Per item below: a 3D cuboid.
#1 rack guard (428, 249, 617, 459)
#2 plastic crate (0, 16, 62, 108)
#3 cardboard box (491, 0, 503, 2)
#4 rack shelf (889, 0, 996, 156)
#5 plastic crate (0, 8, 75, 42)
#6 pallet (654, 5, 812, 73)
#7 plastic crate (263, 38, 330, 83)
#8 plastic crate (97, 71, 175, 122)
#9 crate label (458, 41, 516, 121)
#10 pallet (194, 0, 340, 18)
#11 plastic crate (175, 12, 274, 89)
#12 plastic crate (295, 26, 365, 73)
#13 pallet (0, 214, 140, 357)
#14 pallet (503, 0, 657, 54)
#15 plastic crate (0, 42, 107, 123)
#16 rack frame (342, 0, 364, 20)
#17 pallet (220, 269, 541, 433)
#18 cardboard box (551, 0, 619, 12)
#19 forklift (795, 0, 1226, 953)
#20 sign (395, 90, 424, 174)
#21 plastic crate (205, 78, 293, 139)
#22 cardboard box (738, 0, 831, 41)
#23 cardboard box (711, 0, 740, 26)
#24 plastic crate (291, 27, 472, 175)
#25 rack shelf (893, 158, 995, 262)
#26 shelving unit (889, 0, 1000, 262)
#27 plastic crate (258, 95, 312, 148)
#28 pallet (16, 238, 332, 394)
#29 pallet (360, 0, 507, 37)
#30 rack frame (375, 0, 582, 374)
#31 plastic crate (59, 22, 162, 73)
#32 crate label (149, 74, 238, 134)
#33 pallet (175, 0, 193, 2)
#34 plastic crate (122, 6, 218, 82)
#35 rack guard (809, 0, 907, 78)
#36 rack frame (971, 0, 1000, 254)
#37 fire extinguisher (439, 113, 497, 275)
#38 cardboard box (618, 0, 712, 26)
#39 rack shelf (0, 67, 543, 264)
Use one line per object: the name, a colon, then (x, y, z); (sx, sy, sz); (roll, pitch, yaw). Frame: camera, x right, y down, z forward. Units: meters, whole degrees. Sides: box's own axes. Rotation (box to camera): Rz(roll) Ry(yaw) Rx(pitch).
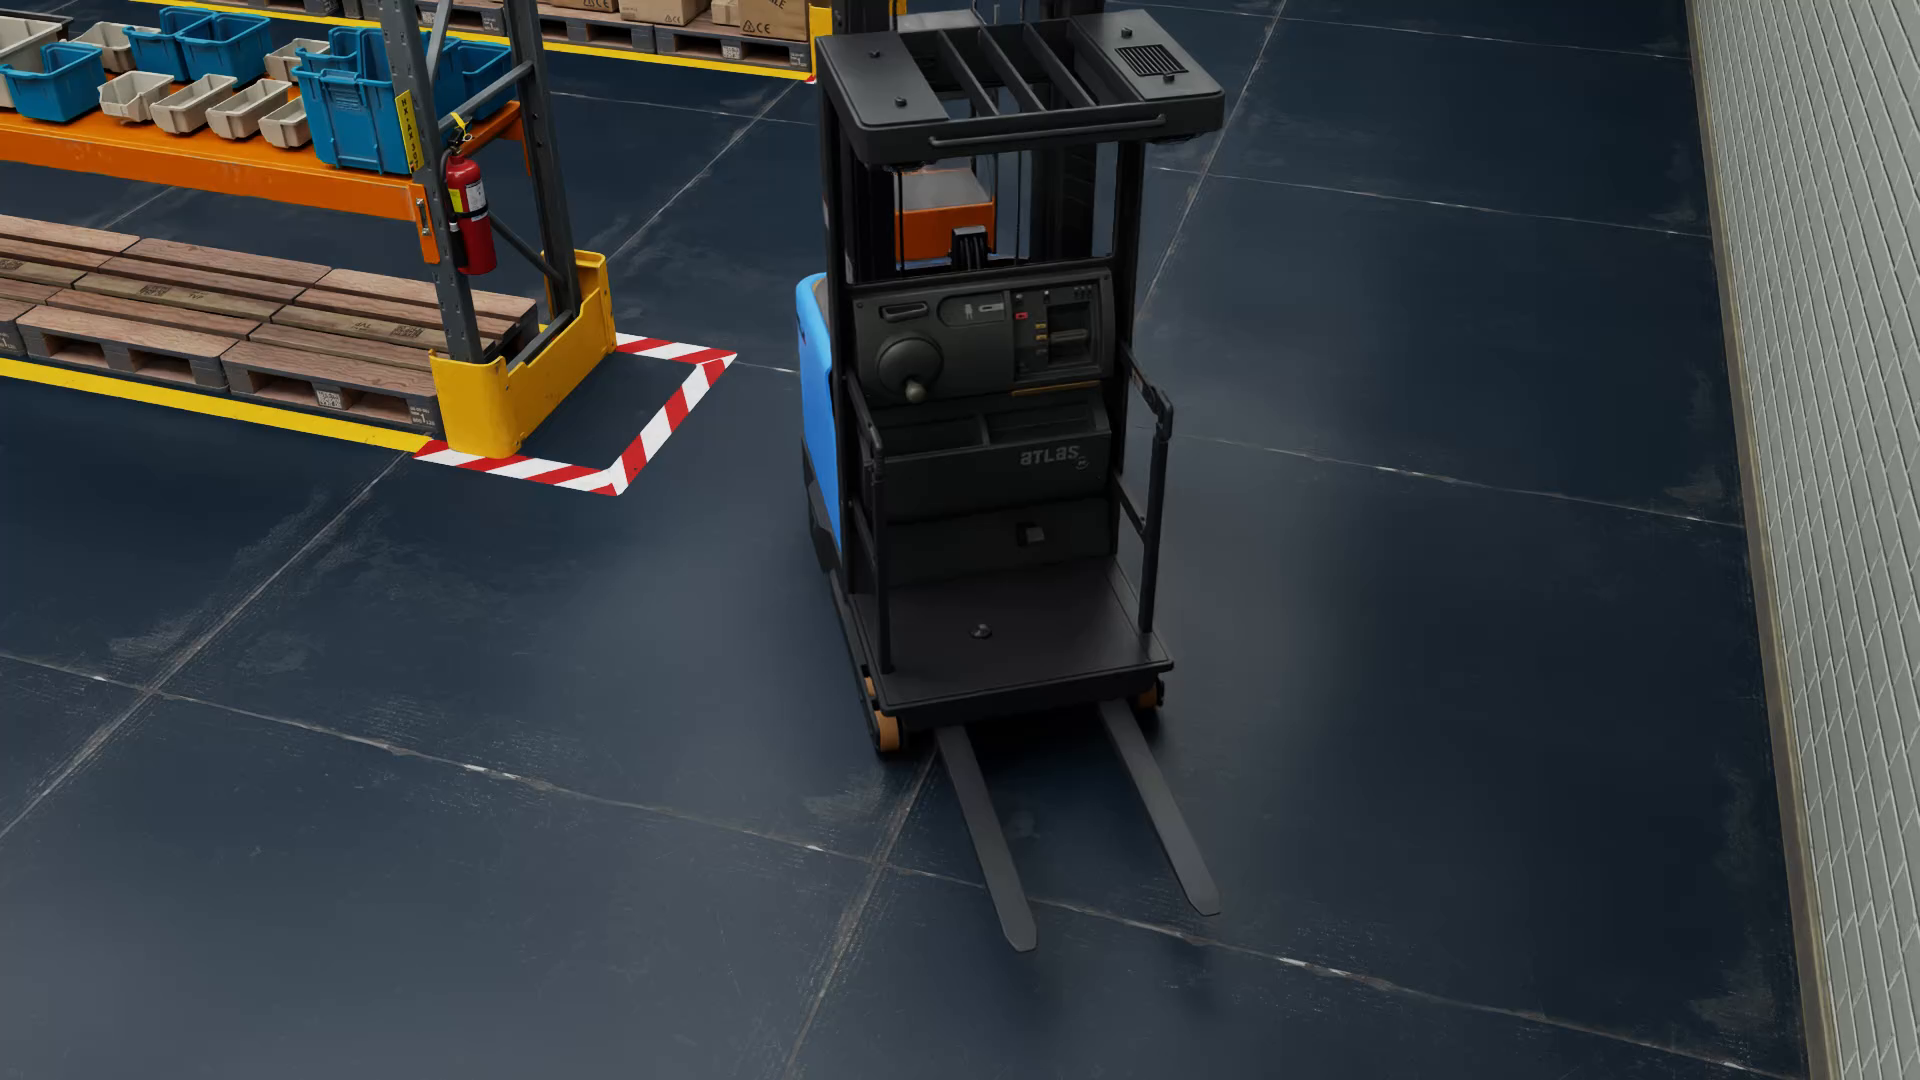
rack guard: (-2.097, -0.930, 8.092); (0.348, 0.500, 1.175); (10, 38, 14)
plastic crate: (-4.539, -2.243, 7.816); (0.530, 0.282, 0.437); (10, 38, 14)
cardboard box: (-3.297, -4.135, 12.357); (0.250, 0.166, 0.380); (10, 38, 14)
rack shelf: (-0.133, -1.896, 6.897); (0.480, 0.518, 0.431); (-8, 37, -11)
plastic crate: (-4.794, -2.508, 8.309); (0.590, 0.125, 0.437); (10, 38, 14)
pallet: (-1.477, -3.766, 12.189); (1.213, 0.211, 1.003); (10, 38, 14)
plastic crate: (-3.190, -2.305, 8.023); (0.298, 0.136, 0.250); (10, 38, 14)
plastic crate: (-3.790, -2.030, 7.649); (0.250, 0.136, 0.298); (10, 38, 14)
crate label: (-2.261, -2.120, 7.691); (0.303, 0.233, 0.416); (10, 38, 14)
pallet: (-5.249, -4.442, 13.107); (1.213, 0.211, 1.003); (10, 38, 14)
plastic crate: (-3.518, -2.353, 8.007); (0.300, 0.233, 0.416); (10, 38, 14)
plastic crate: (-2.890, -2.237, 7.849); (0.300, 0.233, 0.416); (10, 38, 14)
pallet: (-5.229, -1.410, 8.987); (1.213, 0.211, 1.003); (10, 38, 14)
pallet: (-2.638, -3.983, 12.484); (1.213, 0.211, 1.003); (10, 38, 14)
plastic crate: (-4.161, -2.108, 7.675); (0.300, 0.233, 0.416); (10, 38, 14)
rack frame: (-4.461, -5.443, 12.114); (0.127, 3.000, 1.000); (10, 38, 14)
pallet: (-2.900, -0.978, 8.401); (1.213, 0.211, 1.003); (10, 38, 14)
cardboard box: (-2.667, -4.285, 12.277); (0.637, 0.503, 0.797); (10, 38, 14)
forklift: (0.144, -0.644, 5.653); (1.130, 2.935, 3.031); (-8, 37, -11)
sign: (-2.273, -1.685, 6.872); (0.005, 0.325, 0.100); (10, 38, 14)
plastic crate: (-3.229, -1.953, 7.544); (0.243, 0.136, 0.396); (10, 38, 14)
cardboard box: (-1.236, -3.863, 11.705); (0.500, 0.500, 0.500); (10, 38, 14)
cardboard box: (-1.596, -3.851, 11.971); (0.250, 0.166, 0.380); (10, 38, 14)
plastic crate: (-2.499, -1.926, 7.255); (0.499, 0.435, 0.616); (10, 38, 14)
rack shelf: (-0.133, -1.333, 7.312); (0.480, 0.518, 0.431); (-8, 37, -11)
shelving unit: (-0.133, -1.344, 7.304); (0.503, 2.100, 0.431); (-8, 37, -11)
plastic crate: (-2.956, -1.893, 7.464); (0.243, 0.136, 0.396); (10, 38, 14)
pallet: (-4.060, -1.195, 8.696); (1.213, 0.211, 1.003); (10, 38, 14)
pallet: (-3.806, -4.198, 12.775); (1.213, 0.211, 1.003); (10, 38, 14)
rack frame: (-2.124, -1.934, 7.347); (0.127, 3.000, 1.000); (10, 38, 14)
plastic crate: (-4.190, -2.421, 8.181); (0.466, 0.136, 0.293); (10, 38, 14)
crate label: (-3.502, -1.988, 7.593); (0.243, 0.136, 0.396); (10, 38, 14)
pallet: (-6.417, -4.656, 13.399); (1.213, 0.211, 1.003); (10, 38, 14)
plastic crate: (-3.805, -2.406, 8.079); (0.300, 0.233, 0.416); (10, 38, 14)
rack guard: (-0.716, -3.742, 11.913); (0.348, 0.500, 1.175); (10, 38, 14)
rack frame: (0.104, -1.378, 7.351); (0.015, 2.100, 0.400); (-8, 37, -11)
fire extinguisher: (-2.116, -1.469, 7.095); (0.183, 0.674, 0.296); (10, 38, 14)
cardboard box: (-2.134, -3.947, 12.031); (0.500, 0.250, 0.500); (10, 38, 14)
rack shelf: (-4.033, -1.997, 8.040); (4.000, 0.370, 1.077); (10, 38, 14)
